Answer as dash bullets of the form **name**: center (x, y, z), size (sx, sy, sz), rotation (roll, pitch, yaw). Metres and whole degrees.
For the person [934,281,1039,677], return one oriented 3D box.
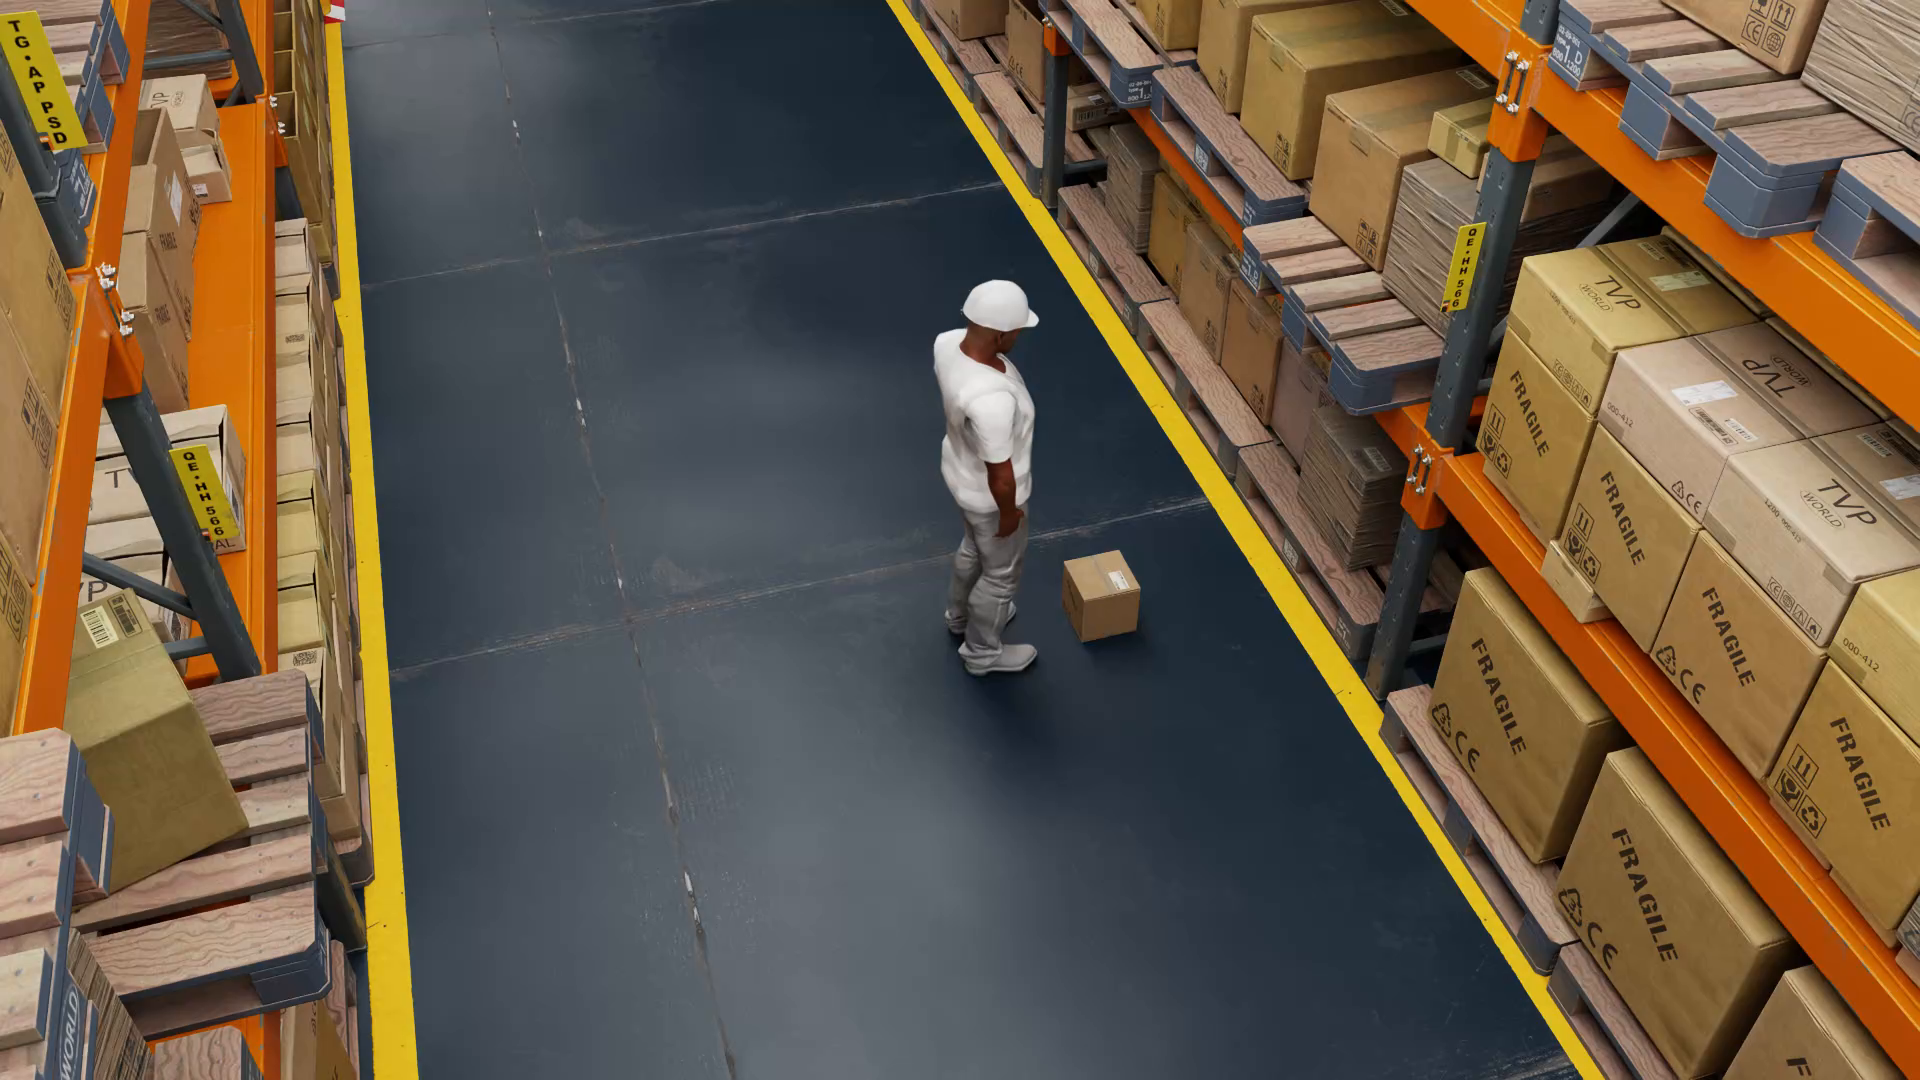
- **person**: center (0.106, -0.239, 6.413), size (0.368, 1.759, 0.568), rotation (-11, 43, -12)
